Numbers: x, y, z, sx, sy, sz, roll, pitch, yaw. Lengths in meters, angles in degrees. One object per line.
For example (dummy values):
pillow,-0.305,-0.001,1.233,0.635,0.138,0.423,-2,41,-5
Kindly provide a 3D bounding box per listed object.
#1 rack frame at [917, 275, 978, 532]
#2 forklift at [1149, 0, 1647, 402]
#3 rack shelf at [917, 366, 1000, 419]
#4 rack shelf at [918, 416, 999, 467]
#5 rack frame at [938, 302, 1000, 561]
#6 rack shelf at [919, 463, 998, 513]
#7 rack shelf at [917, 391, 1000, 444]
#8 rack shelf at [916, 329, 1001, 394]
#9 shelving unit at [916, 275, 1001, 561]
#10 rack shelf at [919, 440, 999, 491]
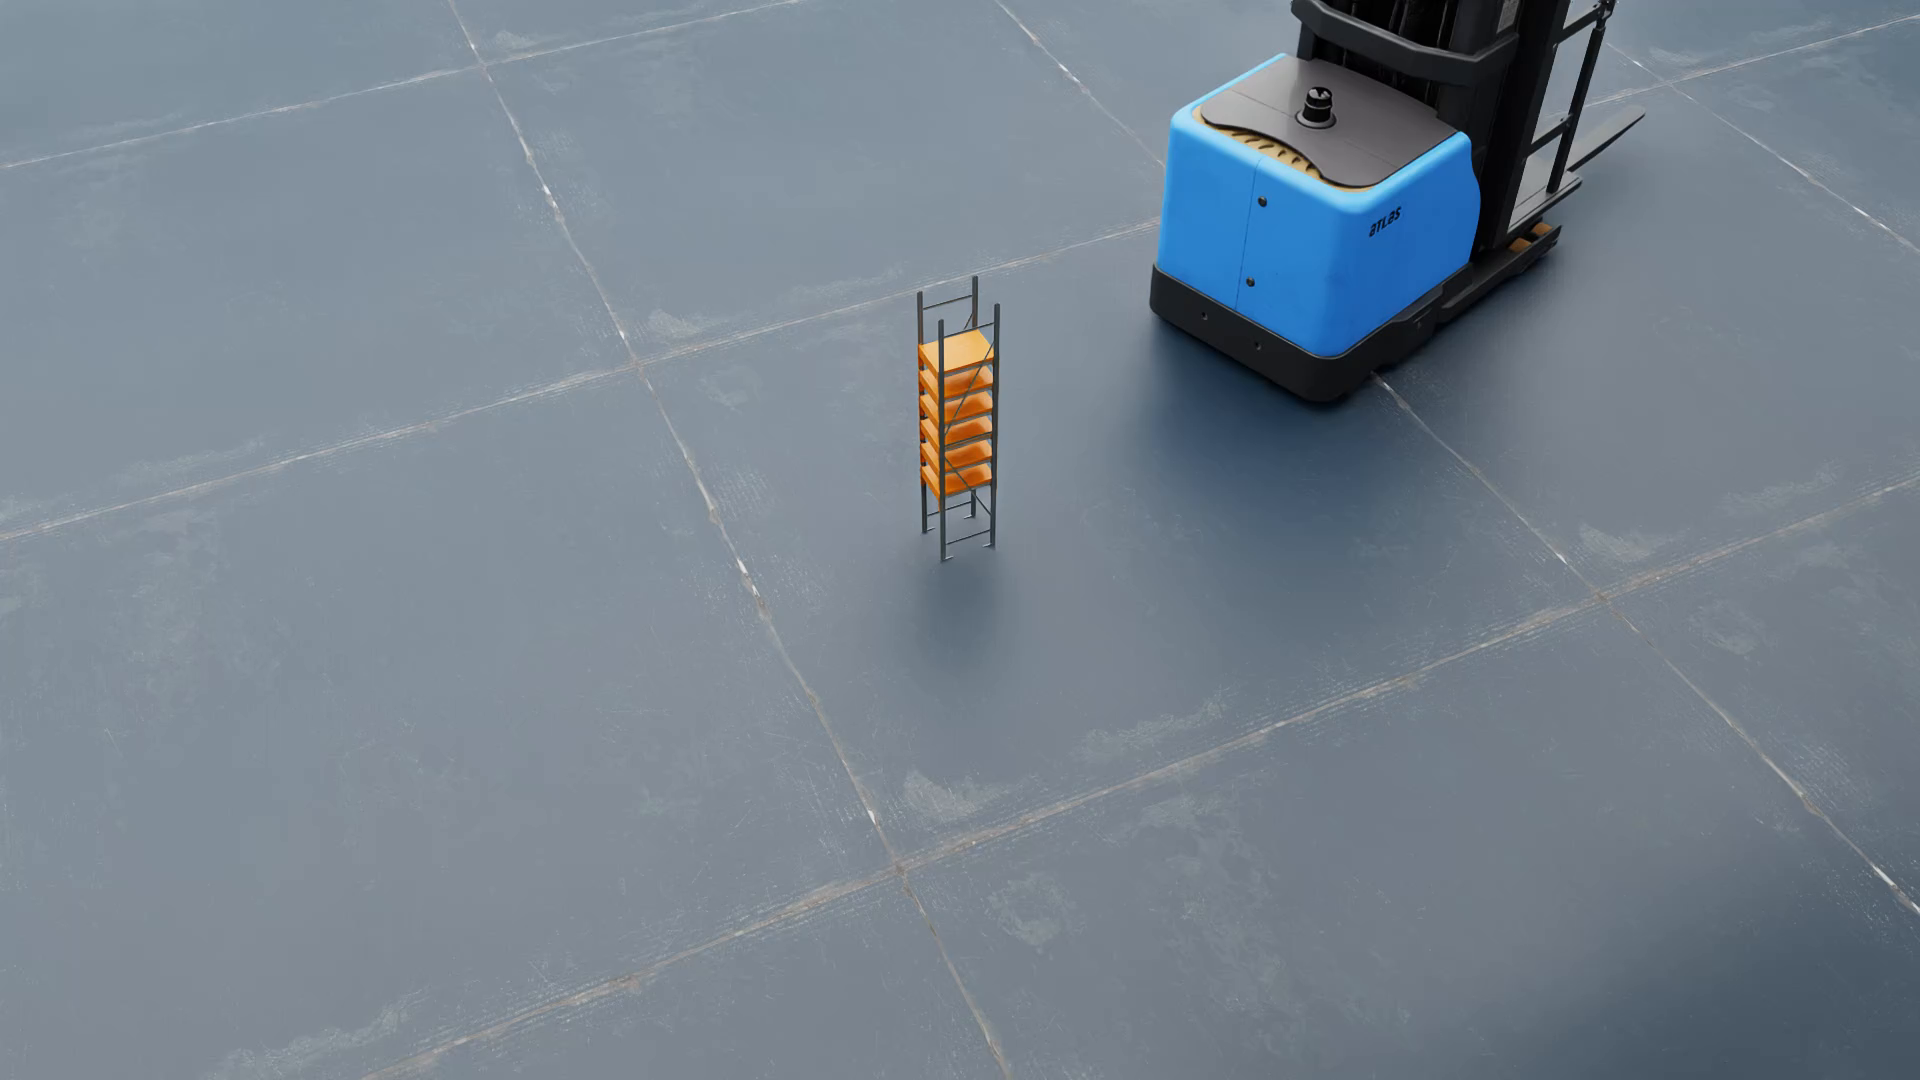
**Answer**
rack frame,-0.045,-0.495,6.397,0.240,1.200,0.006,-18,47,-17
forklift,2.288,-2.570,7.267,3.031,2.935,1.130,-34,54,-30
rack shelf,-0.006,-0.576,6.201,0.258,0.103,0.180,-18,47,-17
rack shelf,-0.006,-0.405,6.369,0.258,0.103,0.180,-18,47,-17
rack frame,0.032,-0.378,6.279,0.240,1.200,0.006,-18,47,-17
rack shelf,-0.006,-0.234,6.538,0.258,0.103,0.180,-18,47,-17
rack shelf,-0.006,-0.490,6.285,0.258,0.103,0.180,-18,47,-17
rack shelf,-0.006,-0.661,6.116,0.258,0.103,0.180,-18,47,-17
shelving unit,-0.006,-0.436,6.338,0.258,1.200,0.189,-18,47,-17
rack shelf,-0.006,-0.319,6.453,0.258,0.103,0.180,-18,47,-17
